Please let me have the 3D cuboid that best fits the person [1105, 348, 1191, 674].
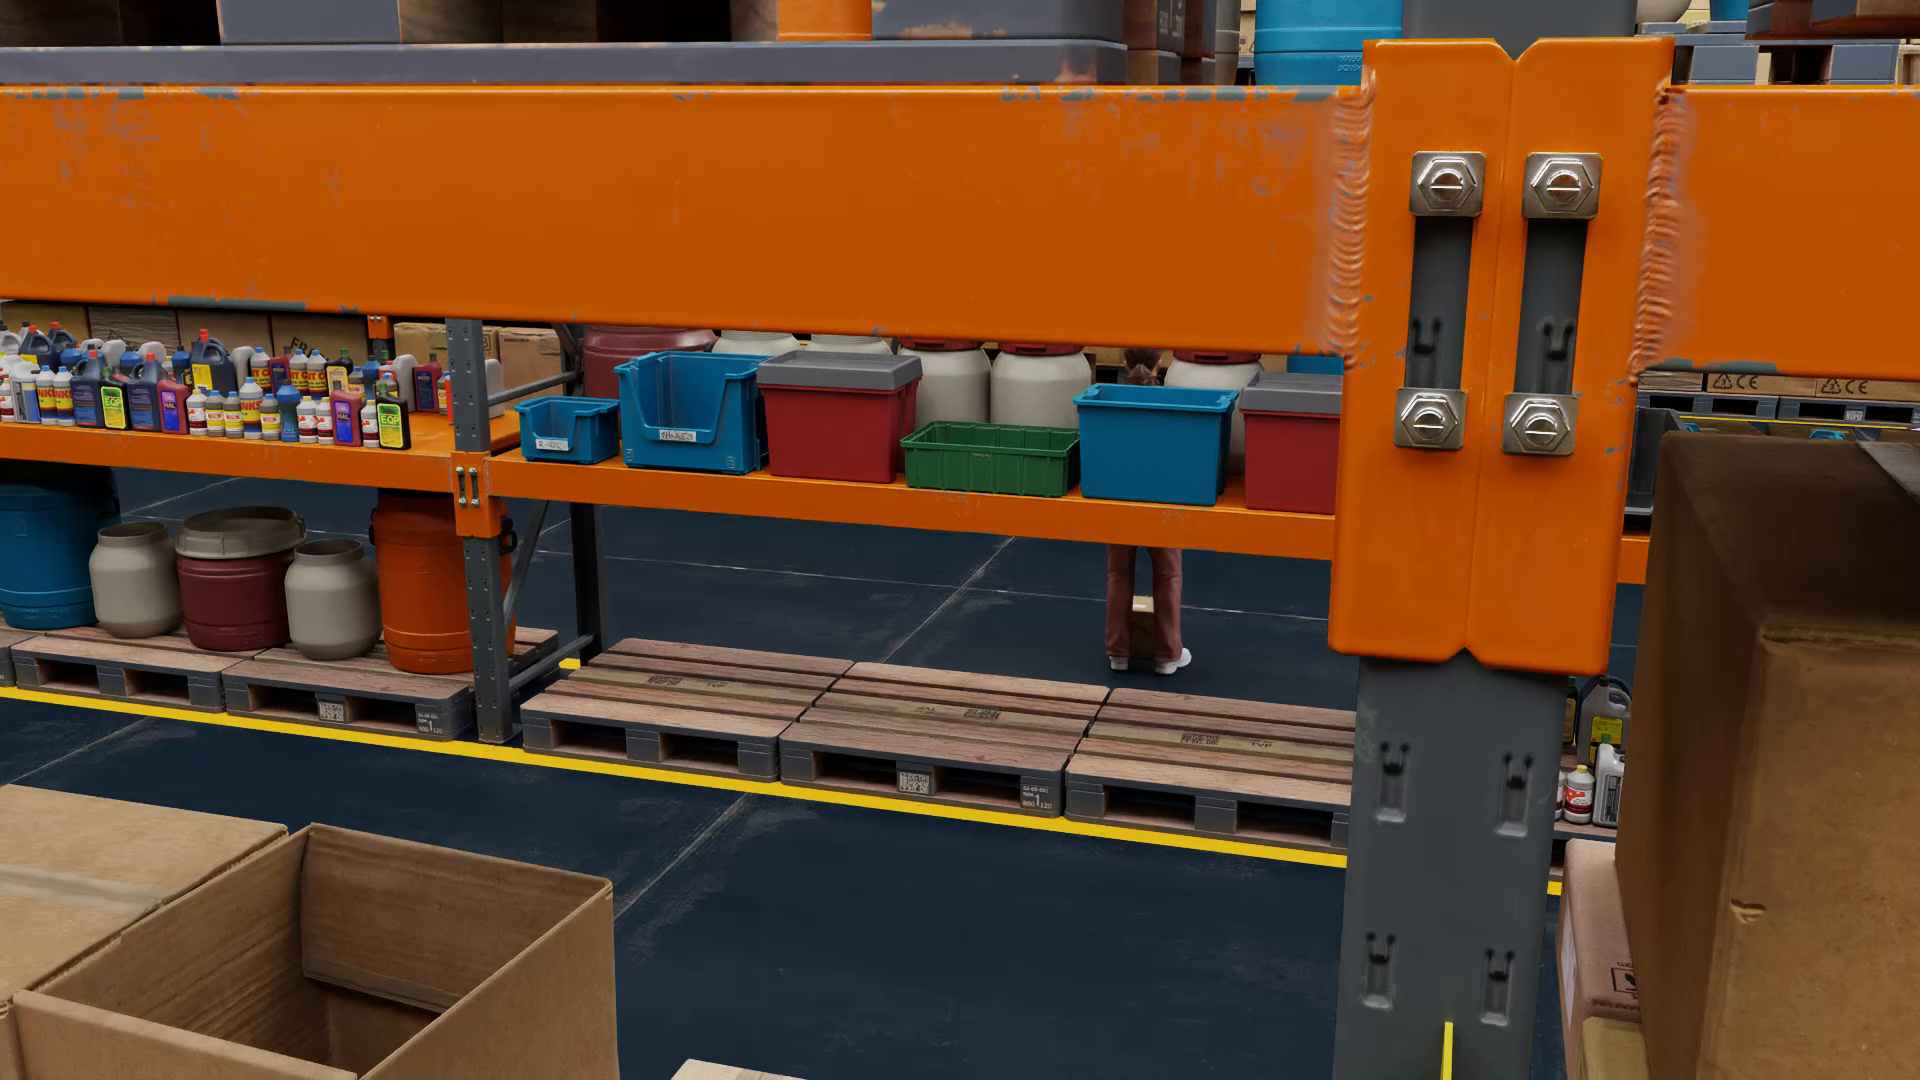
[{"bbox_3d":[0.897,-0.174,8.167,0.511,1.671,0.364,4,16,13],"label":"person"}]
